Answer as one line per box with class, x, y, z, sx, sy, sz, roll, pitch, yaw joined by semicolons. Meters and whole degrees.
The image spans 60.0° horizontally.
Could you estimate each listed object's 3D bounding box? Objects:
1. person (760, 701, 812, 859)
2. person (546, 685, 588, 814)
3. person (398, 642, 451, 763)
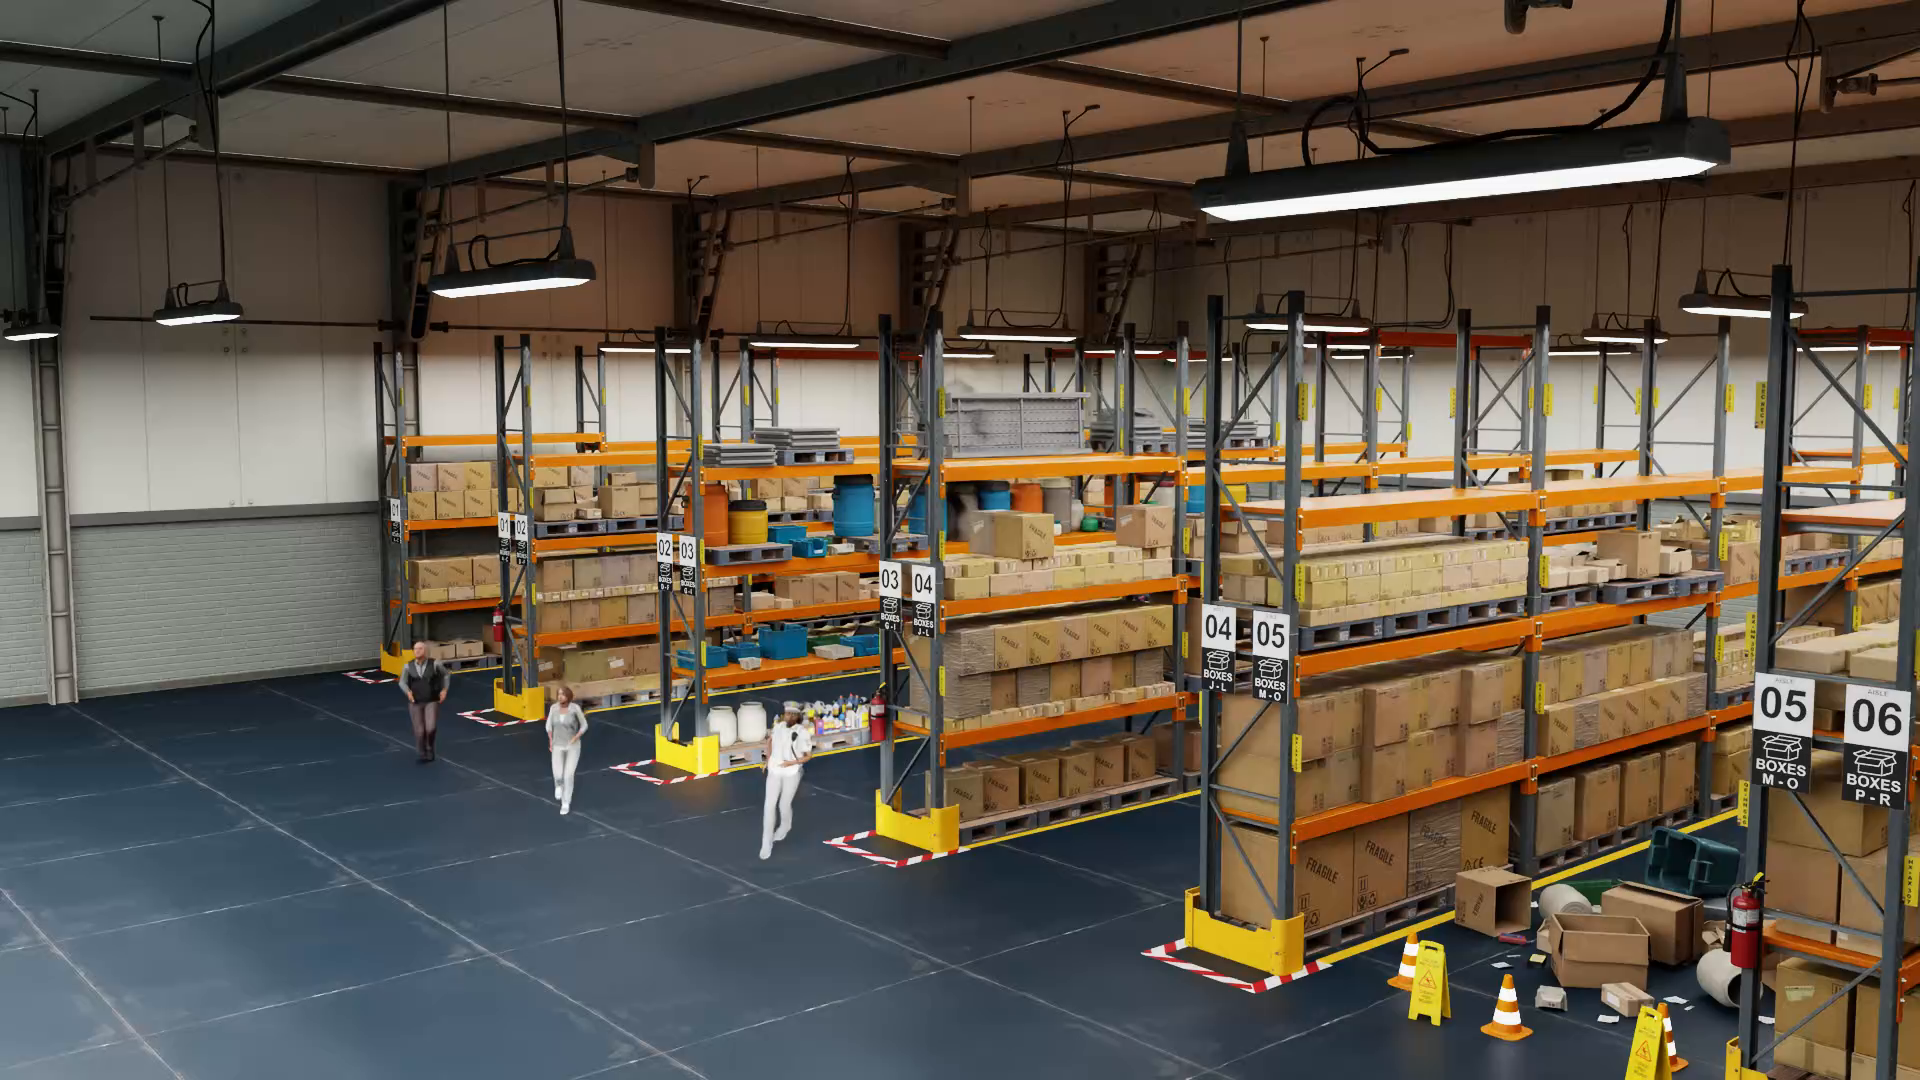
person;-1.945;2.630;18.582;0.600;1.690;0.868;1;5;9
person;-4.806;2.550;20.306;0.528;1.570;0.572;0;5;-3
person;-7.369;2.240;22.865;0.672;1.677;0.610;-1;5;-11
